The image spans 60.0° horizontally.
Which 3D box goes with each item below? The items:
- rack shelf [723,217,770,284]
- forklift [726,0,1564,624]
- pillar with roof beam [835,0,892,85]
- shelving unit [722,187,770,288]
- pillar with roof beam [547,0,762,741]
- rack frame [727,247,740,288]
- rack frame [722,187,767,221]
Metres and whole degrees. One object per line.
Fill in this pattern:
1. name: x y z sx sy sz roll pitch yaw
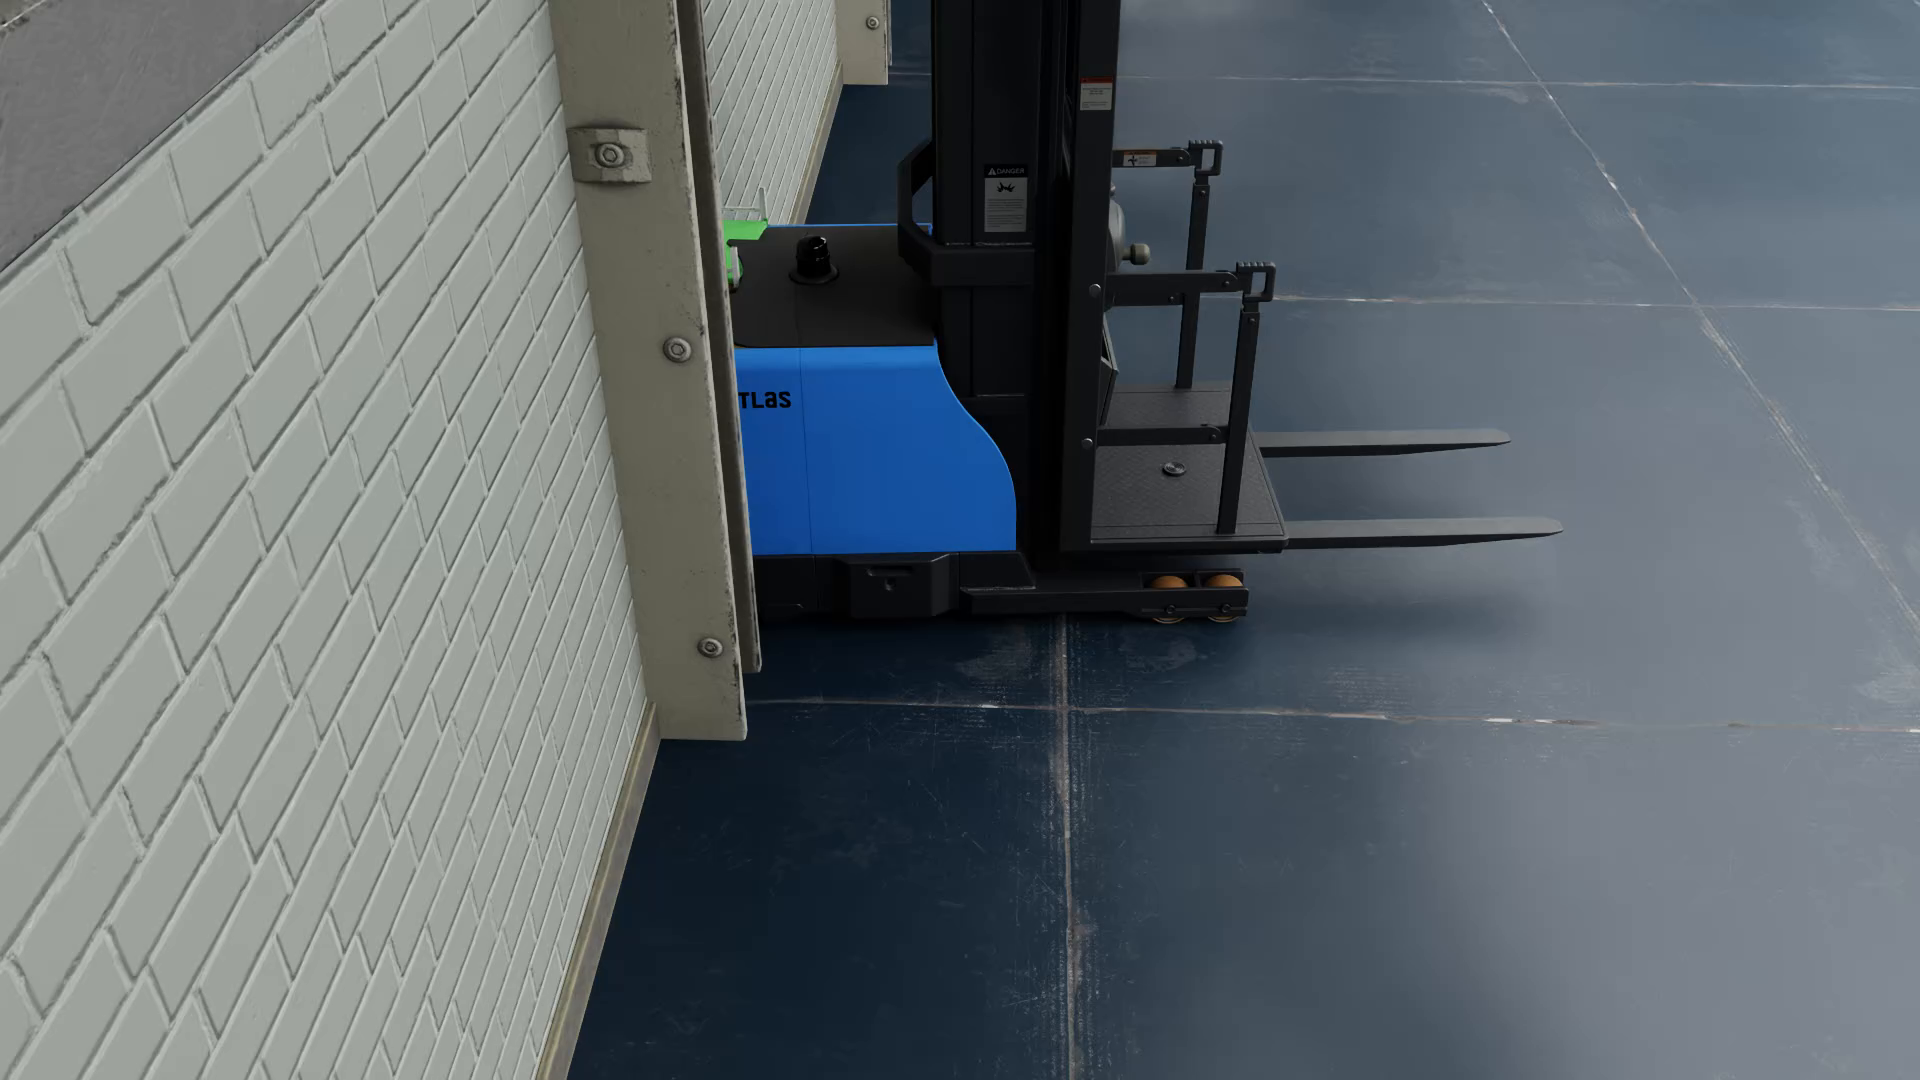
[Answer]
1. rack shelf: -0.836 -0.967 5.839 0.258 0.148 0.480 3 36 5
2. forklift: 0.624 -1.212 5.425 3.031 2.935 1.130 -1 35 -2
3. pillar with roof beam: 3.706 -6.504 7.678 9.100 9.000 0.400 1 35 2
4. shelving unit: -0.831 -0.628 6.080 0.258 1.200 0.503 3 36 5
5. pillar with roof beam: 3.465 -3.056 2.773 9.100 9.000 0.400 1 35 2
6. rack frame: -0.855 -0.487 5.882 0.240 1.200 0.015 3 36 5
7. rack frame: -0.808 -0.769 6.278 0.240 1.200 0.015 3 36 5
